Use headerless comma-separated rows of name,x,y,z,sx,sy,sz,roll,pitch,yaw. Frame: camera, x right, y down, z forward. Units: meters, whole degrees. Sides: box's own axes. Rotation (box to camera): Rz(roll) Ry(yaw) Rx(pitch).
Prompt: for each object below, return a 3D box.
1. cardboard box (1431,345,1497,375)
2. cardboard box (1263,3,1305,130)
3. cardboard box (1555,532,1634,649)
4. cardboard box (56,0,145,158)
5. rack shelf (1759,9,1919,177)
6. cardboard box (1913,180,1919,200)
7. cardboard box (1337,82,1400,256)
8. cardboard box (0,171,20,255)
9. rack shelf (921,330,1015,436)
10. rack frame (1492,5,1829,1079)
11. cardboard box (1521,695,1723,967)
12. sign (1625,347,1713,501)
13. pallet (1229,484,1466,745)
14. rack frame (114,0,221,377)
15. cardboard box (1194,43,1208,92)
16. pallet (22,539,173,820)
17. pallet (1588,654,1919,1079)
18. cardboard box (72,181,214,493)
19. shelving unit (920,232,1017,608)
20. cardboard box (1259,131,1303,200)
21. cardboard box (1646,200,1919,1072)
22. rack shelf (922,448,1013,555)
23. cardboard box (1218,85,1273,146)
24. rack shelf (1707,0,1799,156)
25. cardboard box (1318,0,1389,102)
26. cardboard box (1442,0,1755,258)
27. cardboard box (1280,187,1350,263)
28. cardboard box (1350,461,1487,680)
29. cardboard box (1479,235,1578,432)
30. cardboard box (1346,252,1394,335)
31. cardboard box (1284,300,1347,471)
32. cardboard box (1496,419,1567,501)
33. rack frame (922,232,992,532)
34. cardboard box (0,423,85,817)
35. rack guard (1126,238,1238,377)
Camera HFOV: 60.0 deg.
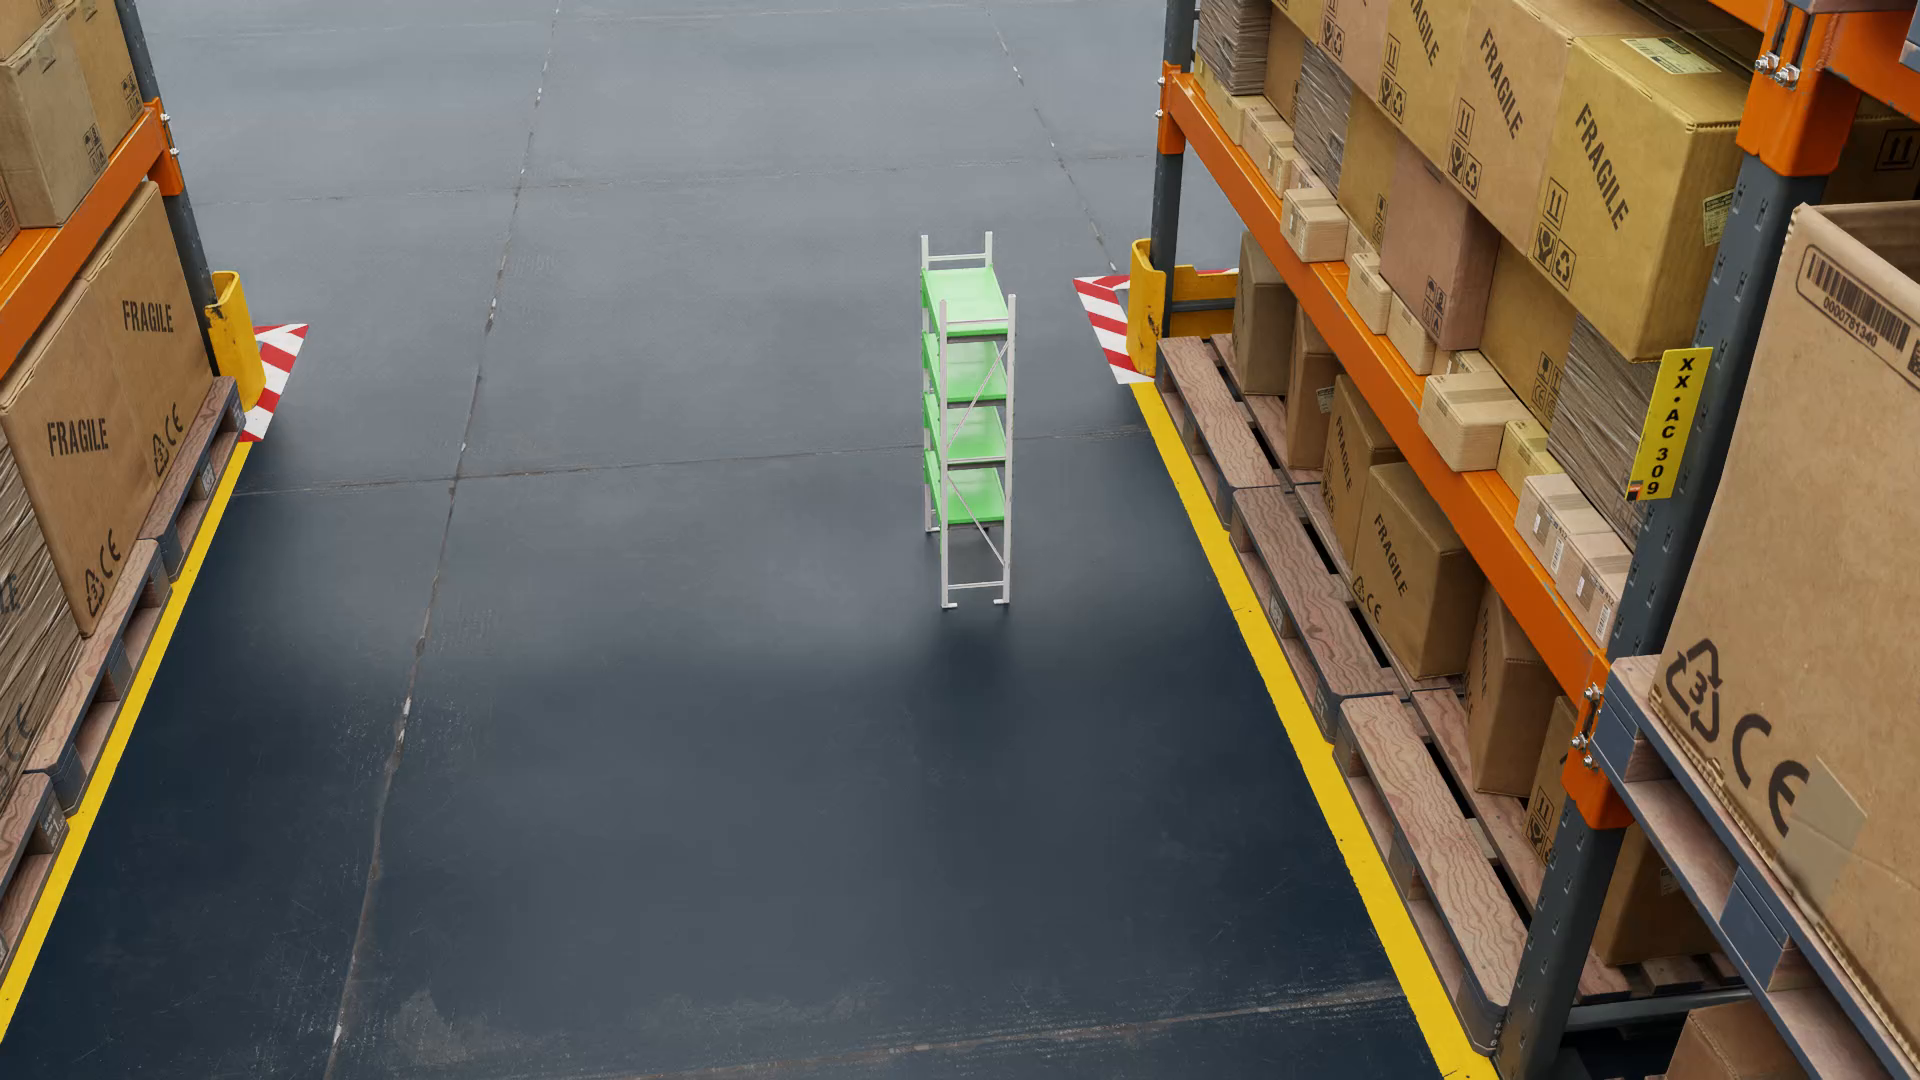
cardboard box,1.508,-0.461,4.486,0.380,0.149,0.250,-4,35,-6
cardboard box,1.568,-1.720,5.757,0.875,0.500,0.500,-4,35,-6
cardboard box,1.553,0.104,3.657,0.380,0.149,0.250,-4,35,-6
cardboard box,-3.498,-1.673,5.909,0.875,0.550,0.550,-4,35,-6
rack shelf,2.142,0.272,1.163,1.077,0.370,4.000,-4,35,-6
cardboard box,2.065,-0.750,3.446,0.500,0.500,0.500,-4,35,-6
cardboard box,1.648,-1.158,4.932,0.875,0.500,0.500,-4,35,-6
cardboard box,-3.452,-1.046,4.988,0.875,0.550,0.550,-4,35,-6
rack shelf,0.022,-0.549,5.677,0.258,0.148,0.480,-4,35,-6
rack frame,1.873,0.098,3.443,1.000,3.000,0.127,-4,35,-6
cardboard box,1.859,0.731,4.361,0.500,0.500,0.500,-5,35,-8
sign,1.337,-0.215,3.133,0.100,0.325,0.005,-4,35,-6
pallet,1.580,0.196,5.775,1.003,0.211,1.213,-4,35,-6
rack frame,-3.593,-1.815,6.250,1.000,3.000,0.127,-4,35,-6
cardboard box,1.137,-1.853,6.529,0.380,0.149,0.250,-4,35,-6
pallet,-3.247,0.457,5.392,1.003,0.211,1.213,-4,35,-6
pallet,1.832,0.615,2.855,1.003,0.211,1.213,-4,35,-6
cardboard box,-3.437,-0.737,6.182,0.875,0.875,0.875,-4,34,-6
shelving unit,0.022,-0.403,5.777,0.258,1.200,0.503,-4,35,-6
cardboard box,1.251,-1.294,5.708,0.380,0.149,0.250,-4,35,-6
cardboard box,1.841,0.130,2.490,1.000,1.000,1.000,-4,34,-6
rack shelf,0.022,-0.152,5.948,0.258,0.148,0.480,-4,35,-6
cardboard box,1.171,-1.572,6.116,0.380,0.149,0.250,-4,35,-6
rack shelf,1.604,-1.961,4.439,1.077,0.370,4.000,-4,35,-6
cardboard box,1.341,-1.547,4.616,0.500,0.500,0.500,-4,35,-6
cardboard box,1.471,-0.989,3.797,0.500,0.500,0.500,-4,35,-6
cardboard box,1.243,-1.009,5.290,0.380,0.149,0.250,-4,35,-6
cardboard box,1.613,0.071,5.328,0.500,0.500,0.500,-7,35,-11
cardboard box,1.842,-0.604,4.120,0.875,0.500,0.500,-4,35,-6
cardboard box,1.366,-0.734,4.887,0.380,0.149,0.250,-4,35,-6
cardboard box,1.517,-0.594,6.305,0.500,0.500,0.500,4,35,6
cardboard box,1.555,-0.180,4.074,0.380,0.149,0.250,-4,35,-6
rack frame,-0.011,-0.540,5.976,0.240,1.200,0.015,-4,35,-6
cardboard box,-3.196,0.262,4.715,0.875,0.875,0.875,-4,34,-6
rack guard,1.345,-1.059,7.360,1.175,0.500,0.348,-4,35,-6
